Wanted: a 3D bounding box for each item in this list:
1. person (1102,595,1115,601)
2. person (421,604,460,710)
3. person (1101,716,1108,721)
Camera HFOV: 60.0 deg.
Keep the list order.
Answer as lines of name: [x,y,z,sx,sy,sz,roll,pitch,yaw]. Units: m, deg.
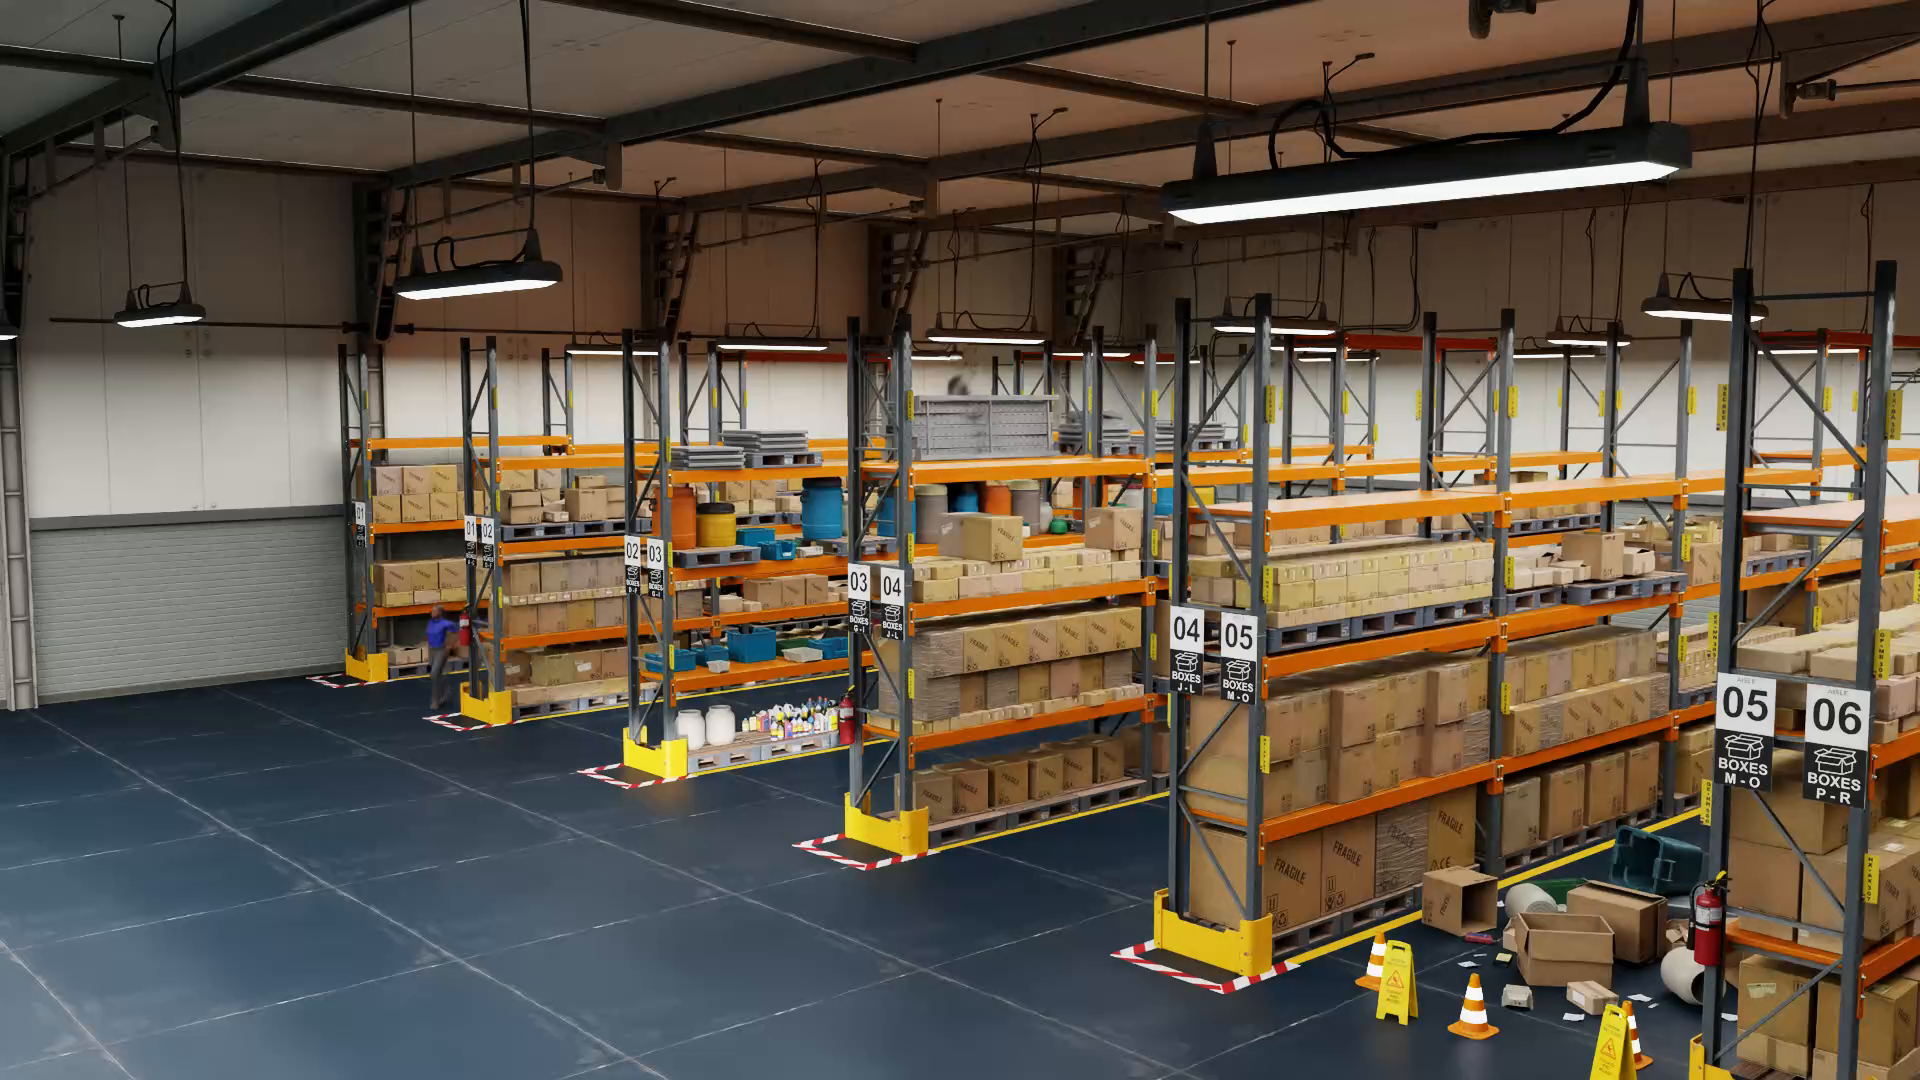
person: [2.996,1.431,32.184,0.710,1.733,0.723,4,6,37]
person: [-8.523,1.913,27.248,0.579,1.738,0.695,3,6,30]
person: [2.015,1.837,24.502,0.644,1.704,0.592,3,6,30]
